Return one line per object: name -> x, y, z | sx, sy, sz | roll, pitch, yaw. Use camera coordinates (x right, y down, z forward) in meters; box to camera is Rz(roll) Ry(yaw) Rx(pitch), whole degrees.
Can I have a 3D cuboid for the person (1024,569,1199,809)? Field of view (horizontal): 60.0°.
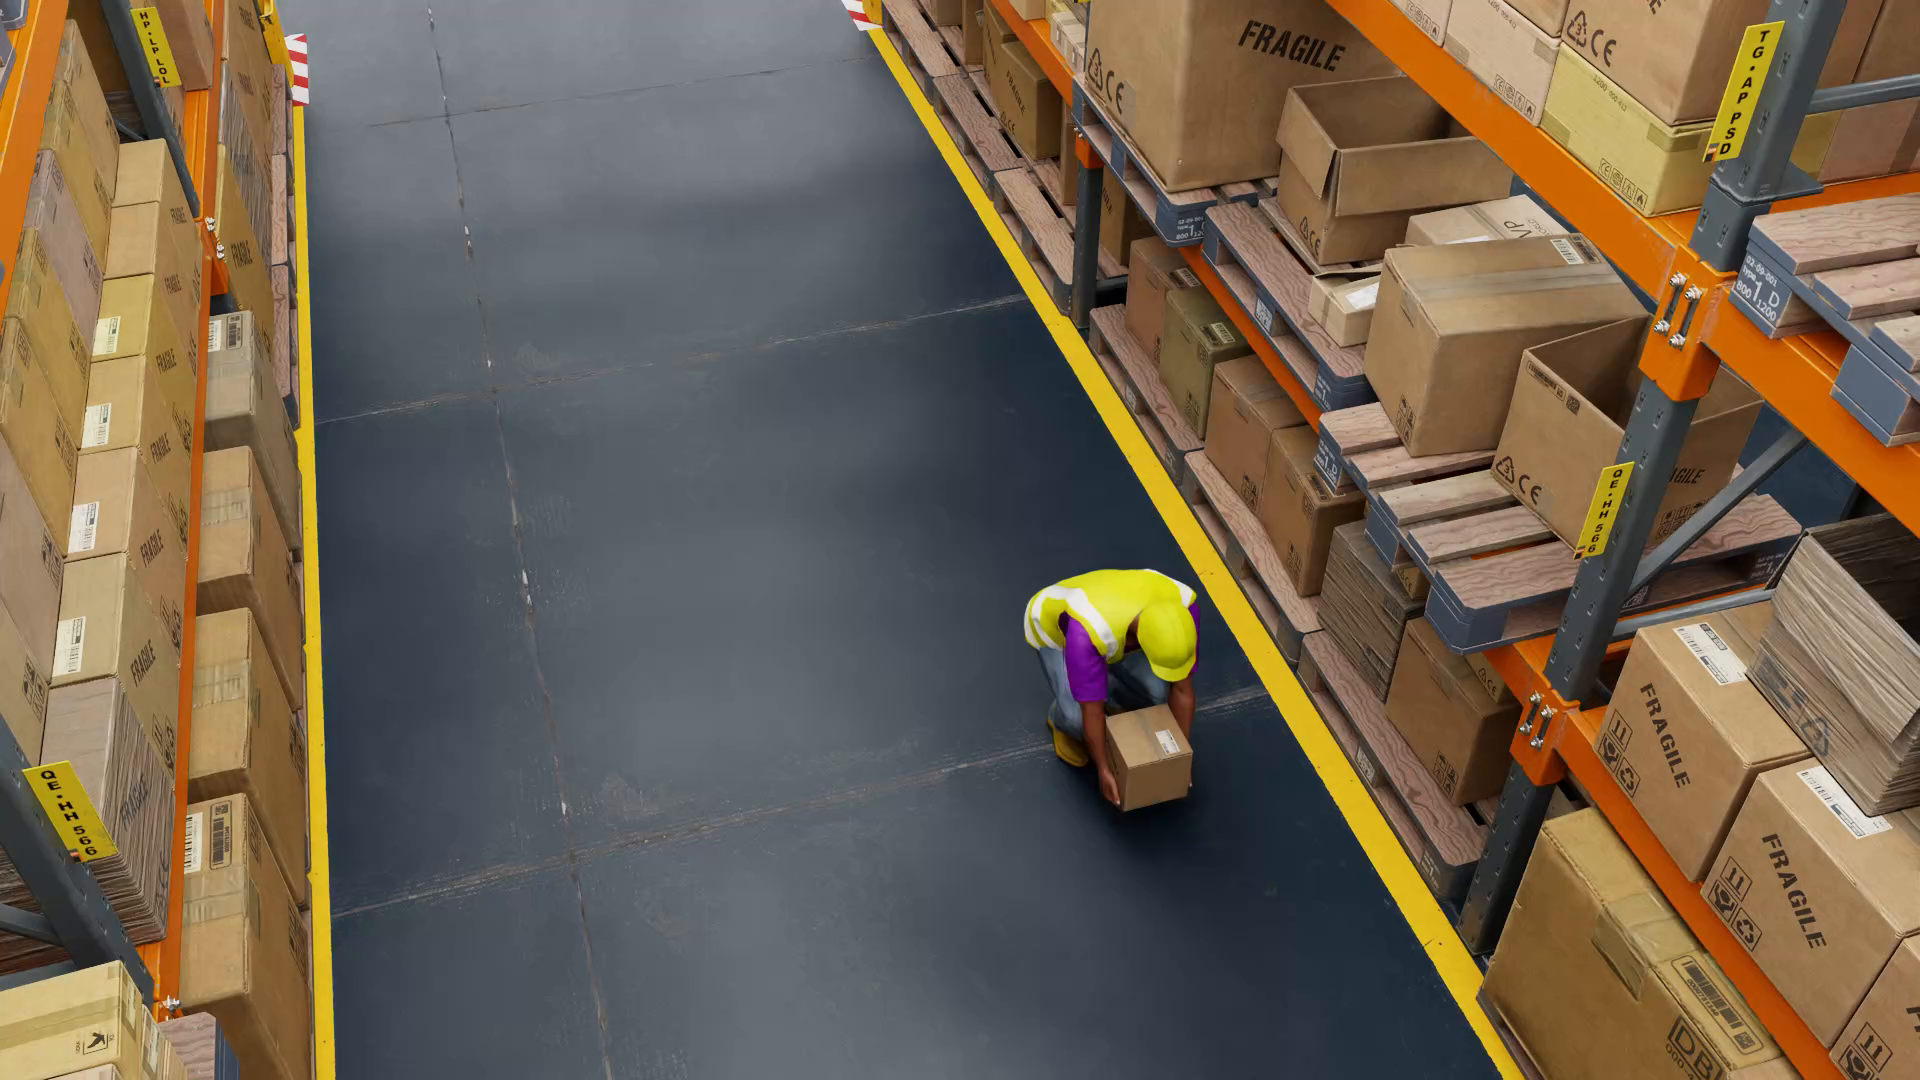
person -> 0.605, 0.450, 6.214 | 0.546, 1.011, 0.900 | -14, 44, -15
